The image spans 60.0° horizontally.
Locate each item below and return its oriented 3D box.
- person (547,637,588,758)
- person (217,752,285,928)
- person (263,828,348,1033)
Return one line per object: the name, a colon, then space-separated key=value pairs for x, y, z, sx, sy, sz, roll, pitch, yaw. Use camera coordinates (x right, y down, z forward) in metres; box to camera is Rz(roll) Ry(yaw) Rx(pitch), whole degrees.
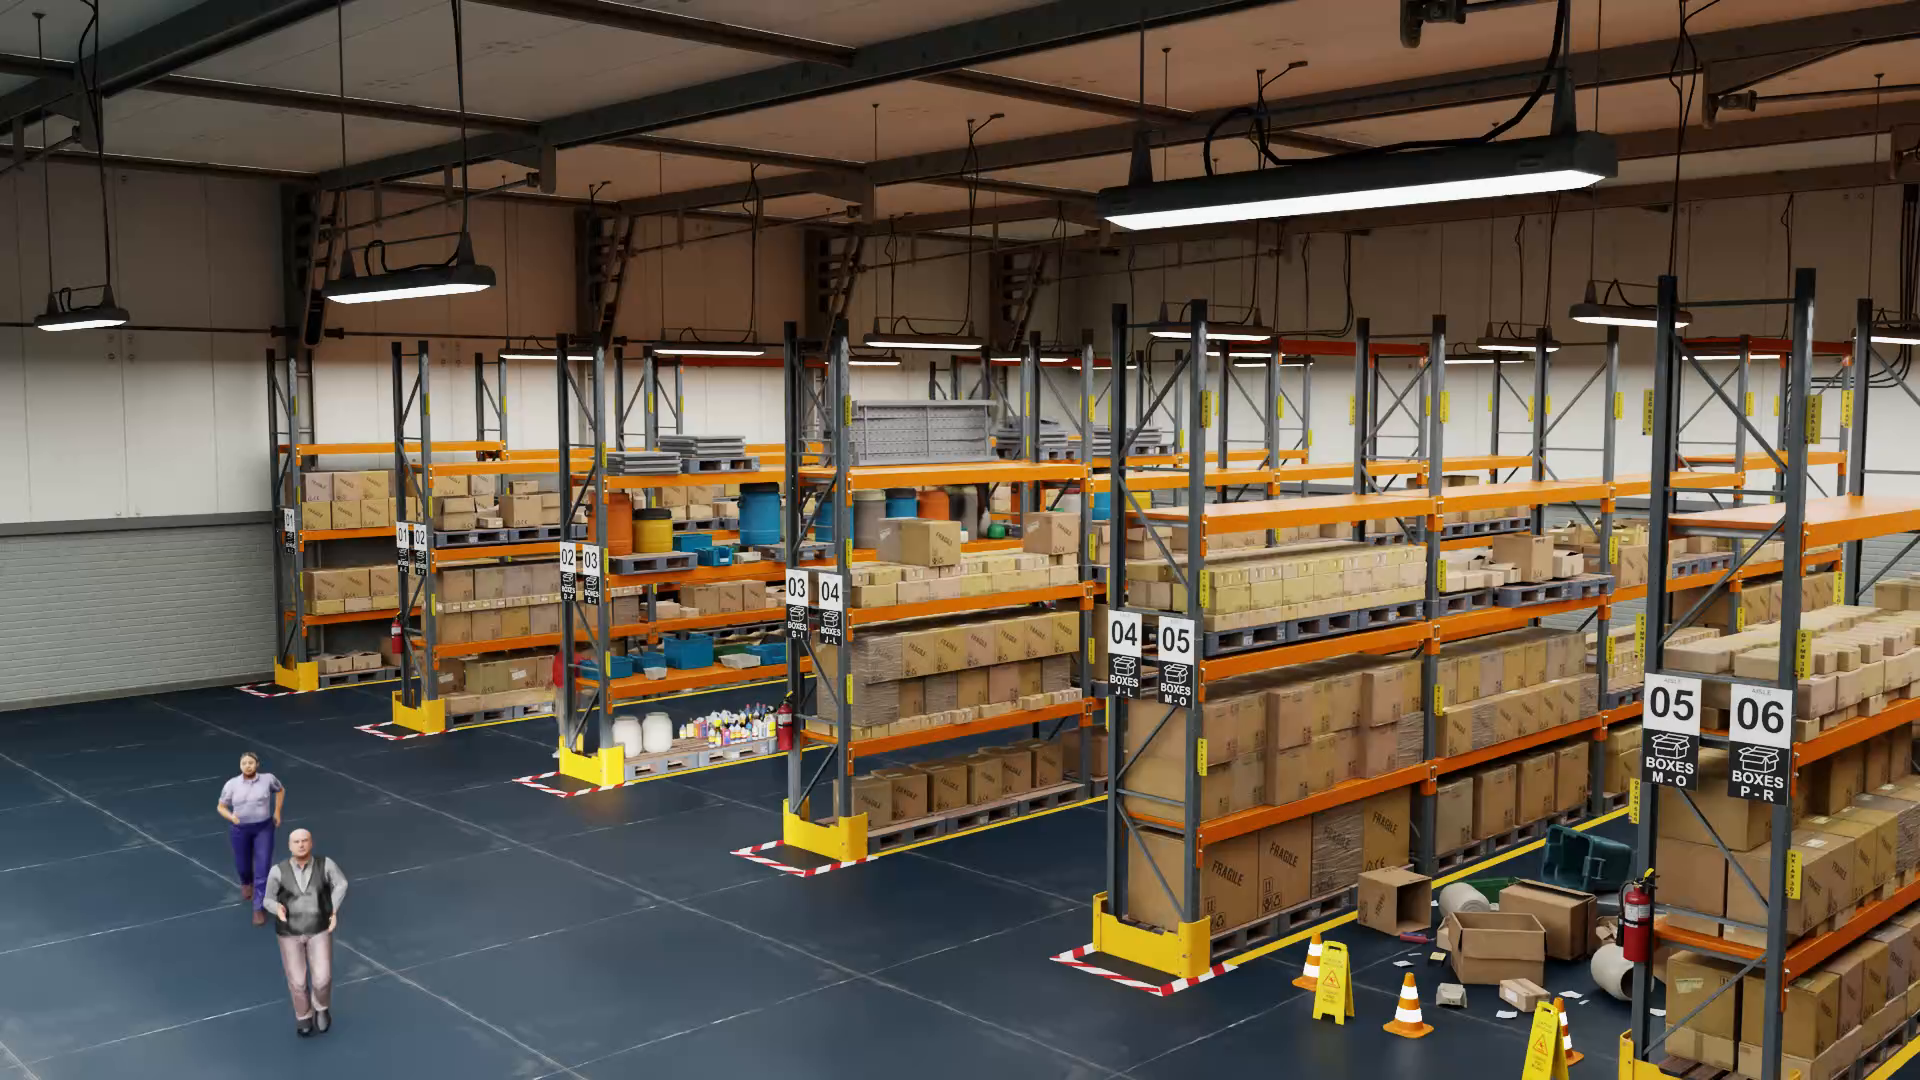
person: x=-5.639 y=2.238 z=24.085 sx=0.689 sy=1.729 sz=0.794 roll=3 pitch=6 yaw=35
person: x=-7.034 y=2.923 z=16.532 sx=0.619 sy=1.657 sz=0.913 roll=-2 pitch=5 yaw=-21
person: x=-5.238 y=3.162 z=13.324 sx=0.638 sy=1.686 sz=0.638 roll=-2 pitch=5 yaw=-19
